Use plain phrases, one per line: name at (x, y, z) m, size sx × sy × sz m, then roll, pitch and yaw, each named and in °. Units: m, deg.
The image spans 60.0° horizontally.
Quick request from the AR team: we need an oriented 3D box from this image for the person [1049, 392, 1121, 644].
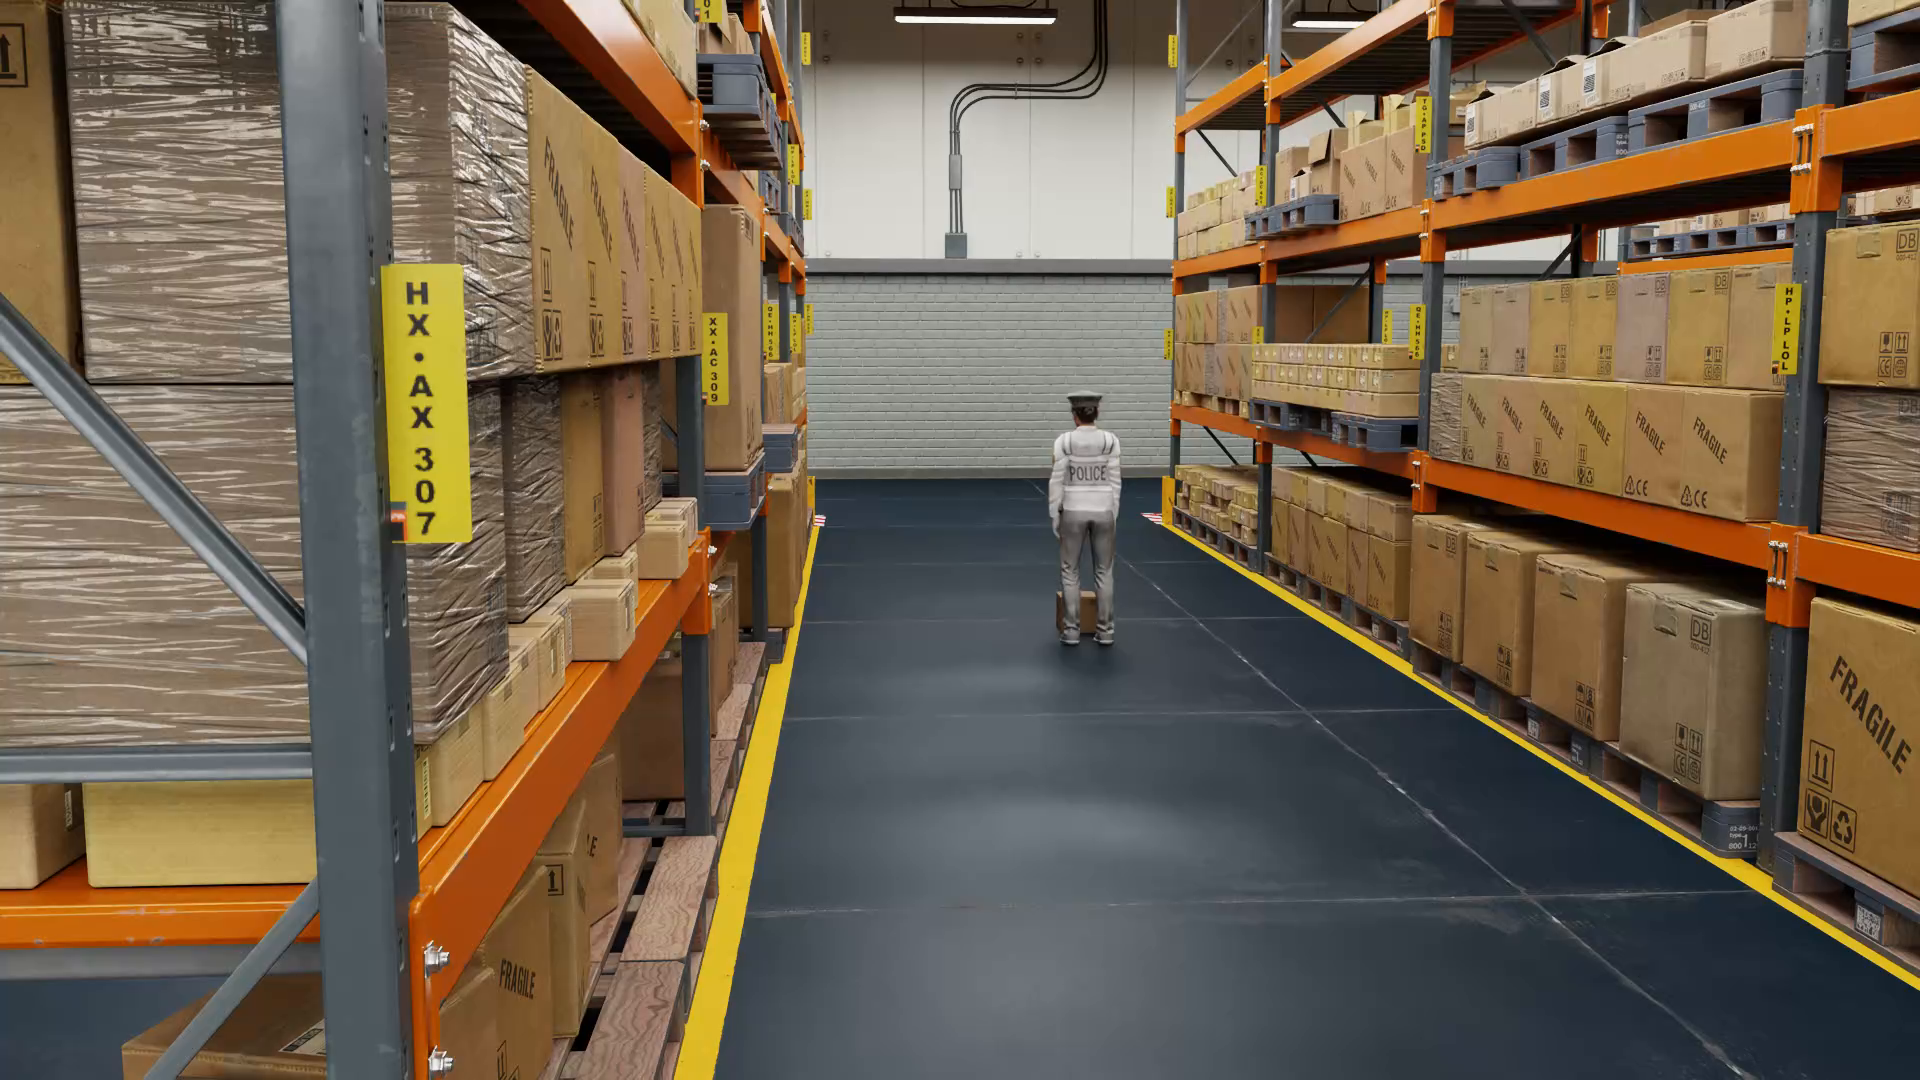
person at (0.816, -0.138, 10.917) m, size 0.473 × 1.661 × 0.326 m, roll 0°, pitch 7°, yaw -3°
